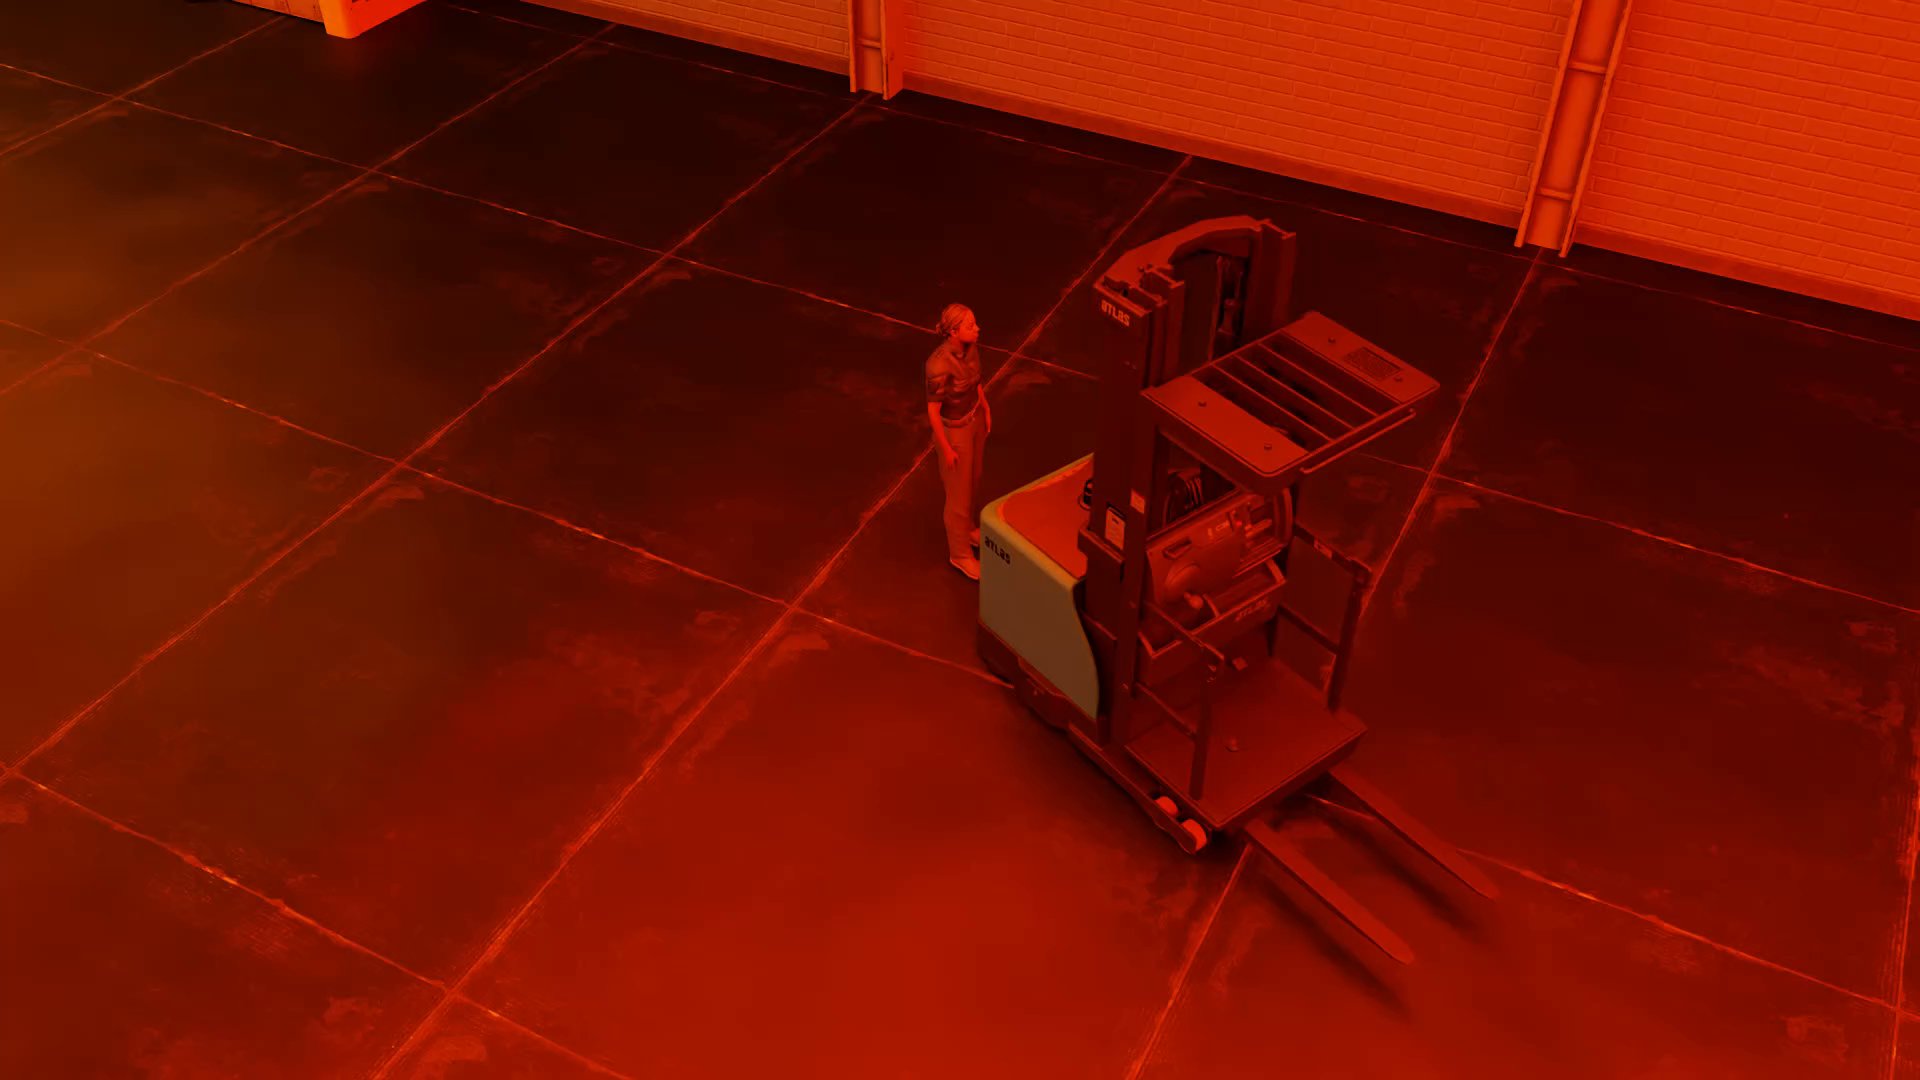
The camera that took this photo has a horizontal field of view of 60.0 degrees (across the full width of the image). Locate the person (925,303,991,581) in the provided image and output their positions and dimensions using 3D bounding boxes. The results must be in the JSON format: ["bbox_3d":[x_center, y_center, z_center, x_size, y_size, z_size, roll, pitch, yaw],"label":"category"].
[{"bbox_3d":[0.069,-0.601,9.679,0.504,1.655,0.569,18,43,21],"label":"person"}]

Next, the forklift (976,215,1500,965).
[{"bbox_3d":[1.387,0.090,7.880,1.130,2.935,3.031,-26,47,-28],"label":"forklift"}]
